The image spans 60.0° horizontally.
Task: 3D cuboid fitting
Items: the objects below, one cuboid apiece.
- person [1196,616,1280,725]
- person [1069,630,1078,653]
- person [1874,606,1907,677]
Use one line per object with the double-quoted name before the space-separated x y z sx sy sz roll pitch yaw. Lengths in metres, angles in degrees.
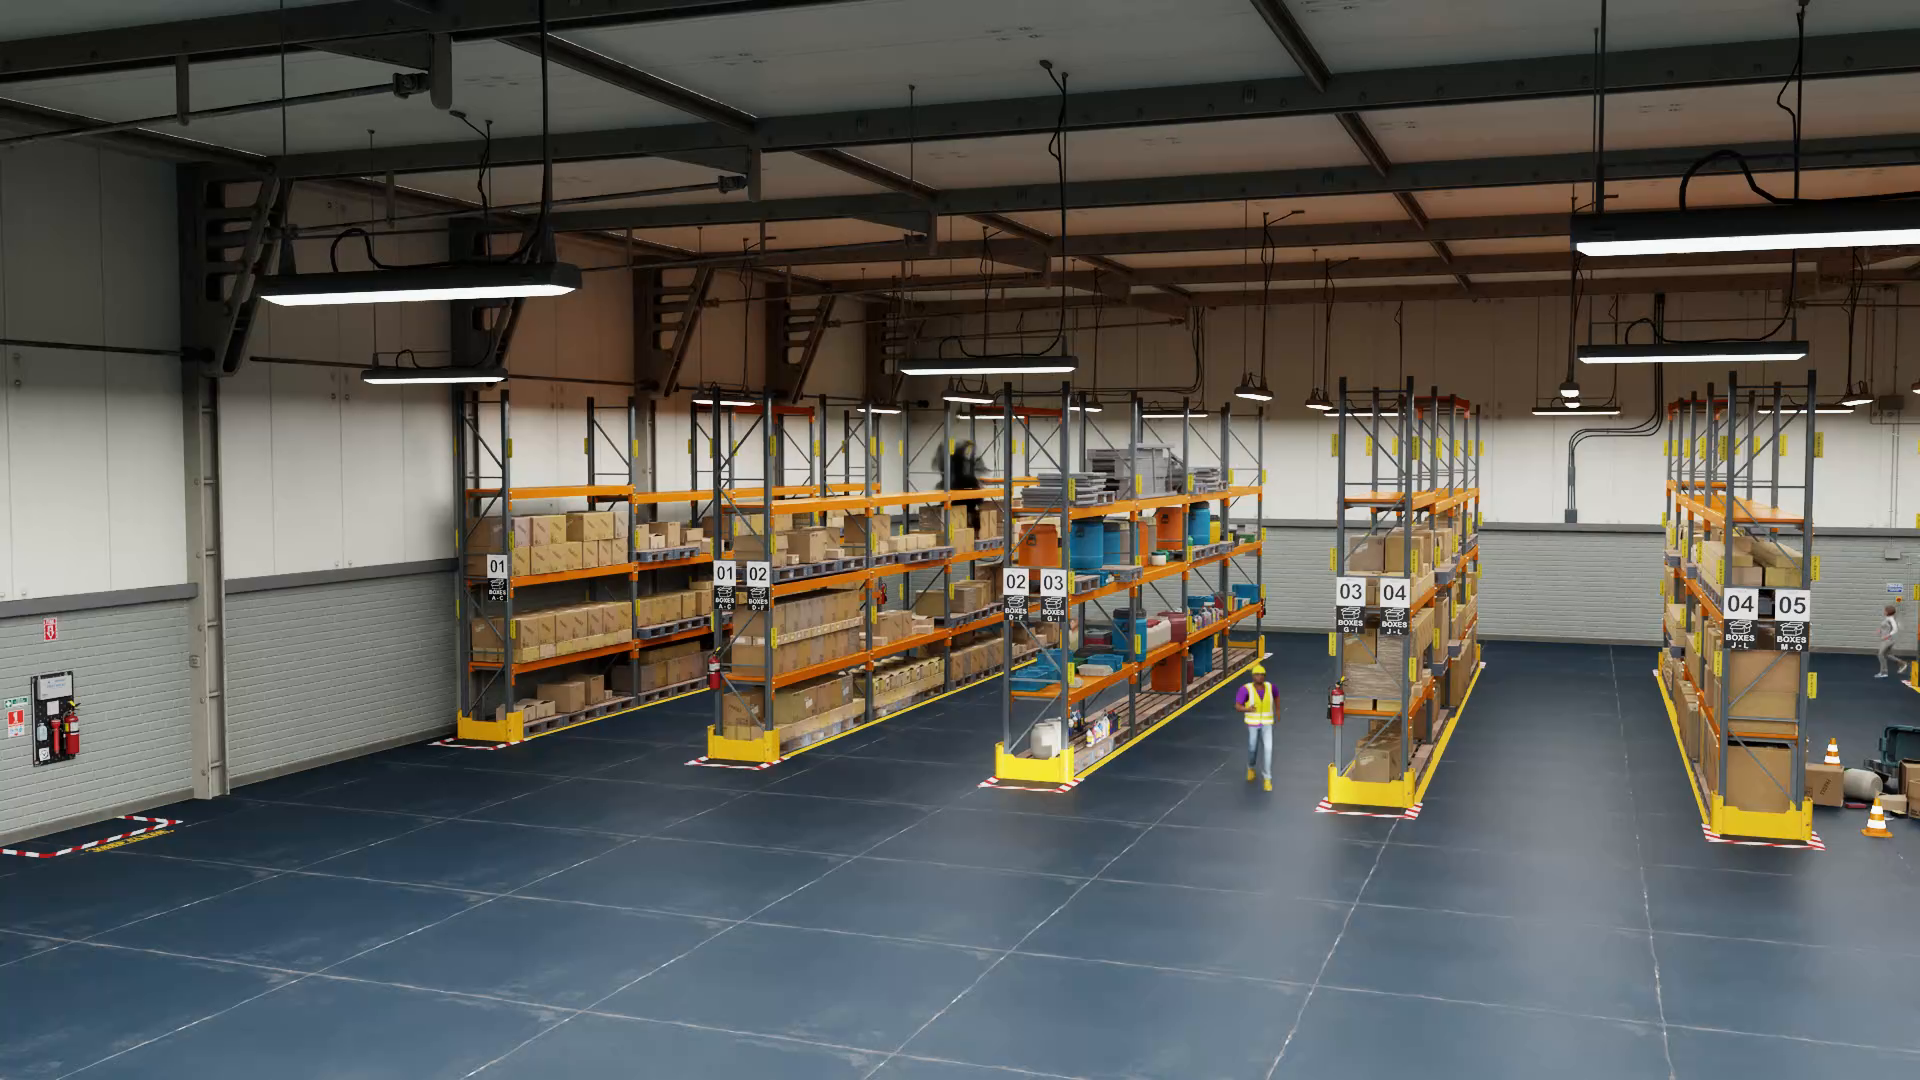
"person" 4.476 2.060 29.101 0.762 0.853 9.840 0 3 1
"person" 2.314 2.454 33.106 0.543 1.335 0.581 2 4 30
"person" 20.285 2.223 36.322 0.523 1.592 0.535 2 4 29
